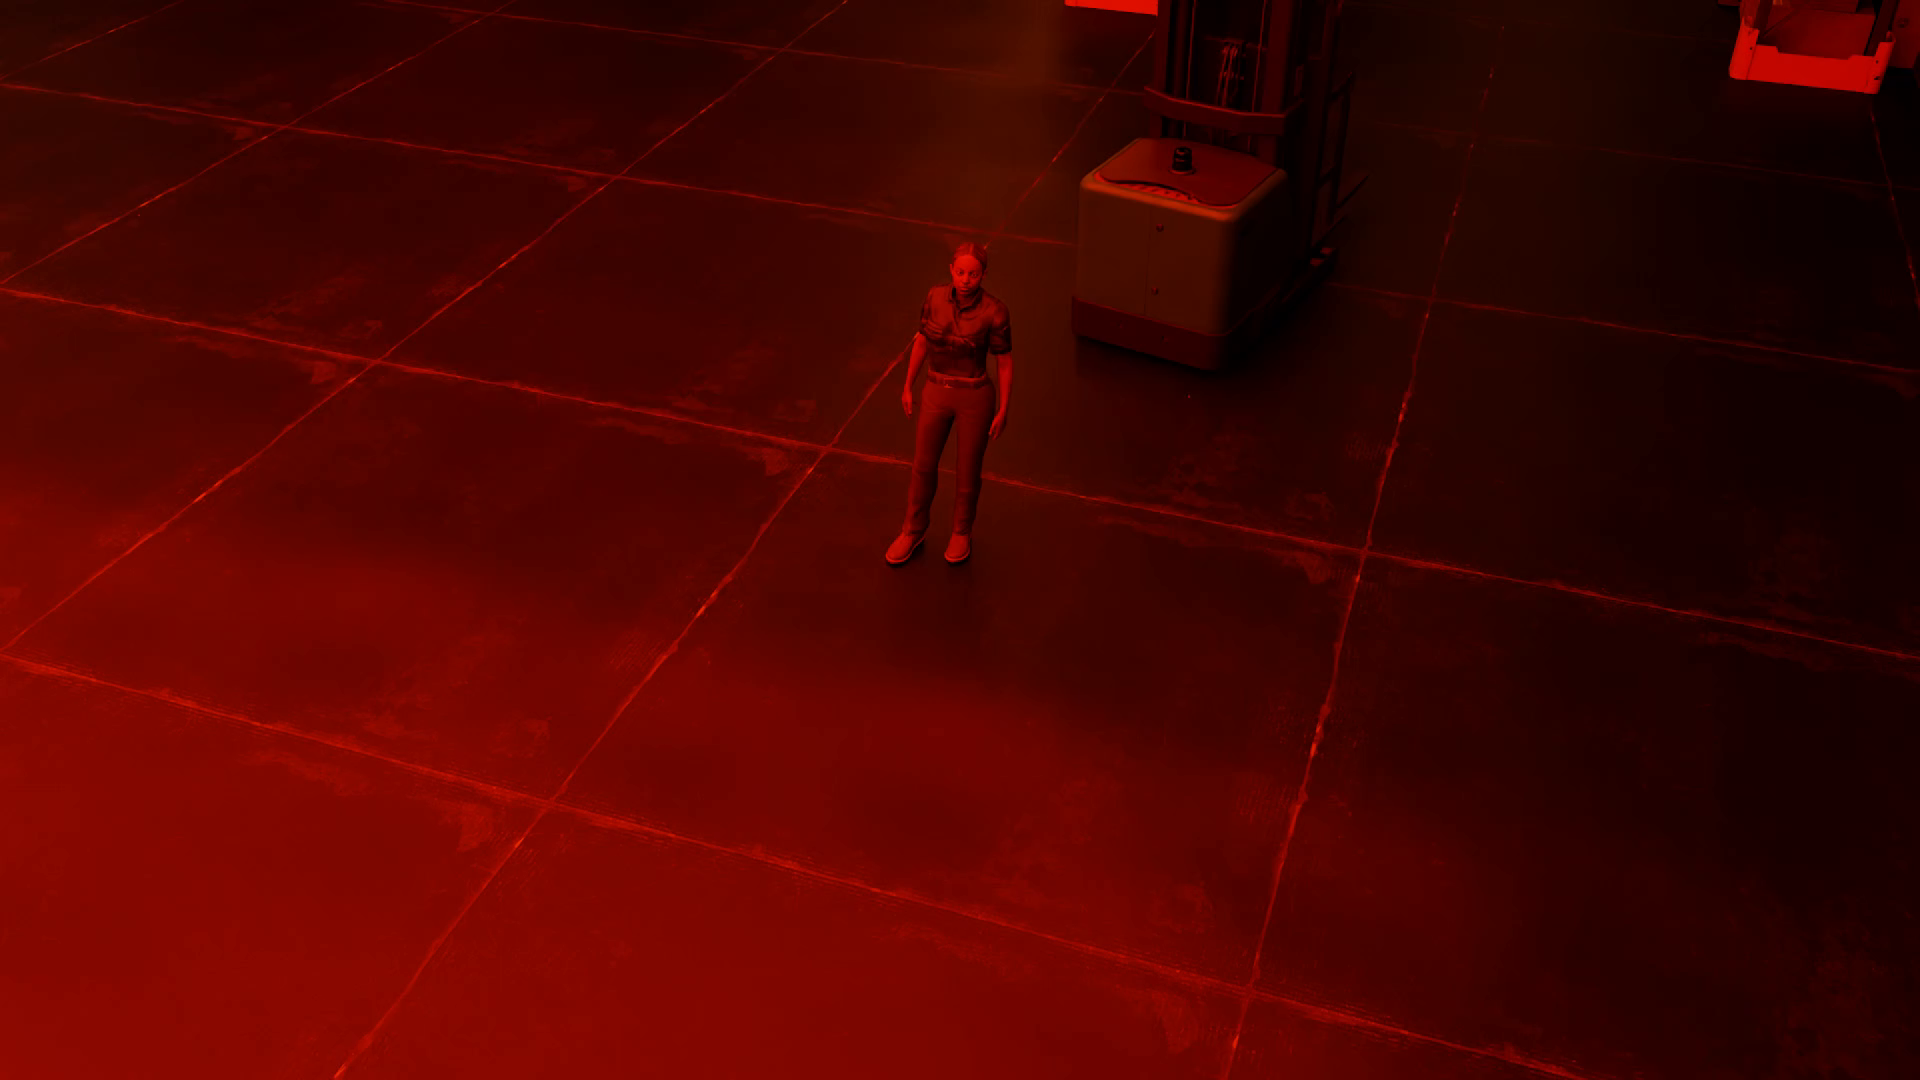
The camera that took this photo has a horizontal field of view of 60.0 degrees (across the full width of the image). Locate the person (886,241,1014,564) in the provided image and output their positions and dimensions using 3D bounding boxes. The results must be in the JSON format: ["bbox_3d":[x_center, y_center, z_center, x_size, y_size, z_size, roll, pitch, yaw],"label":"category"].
[{"bbox_3d":[-0.048,-0.637,8.100,0.569,1.656,0.503,12,37,16],"label":"person"}]

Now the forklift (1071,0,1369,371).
[{"bbox_3d":[1.888,-3.029,10.384,1.130,2.935,3.031,19,40,25],"label":"forklift"}]
